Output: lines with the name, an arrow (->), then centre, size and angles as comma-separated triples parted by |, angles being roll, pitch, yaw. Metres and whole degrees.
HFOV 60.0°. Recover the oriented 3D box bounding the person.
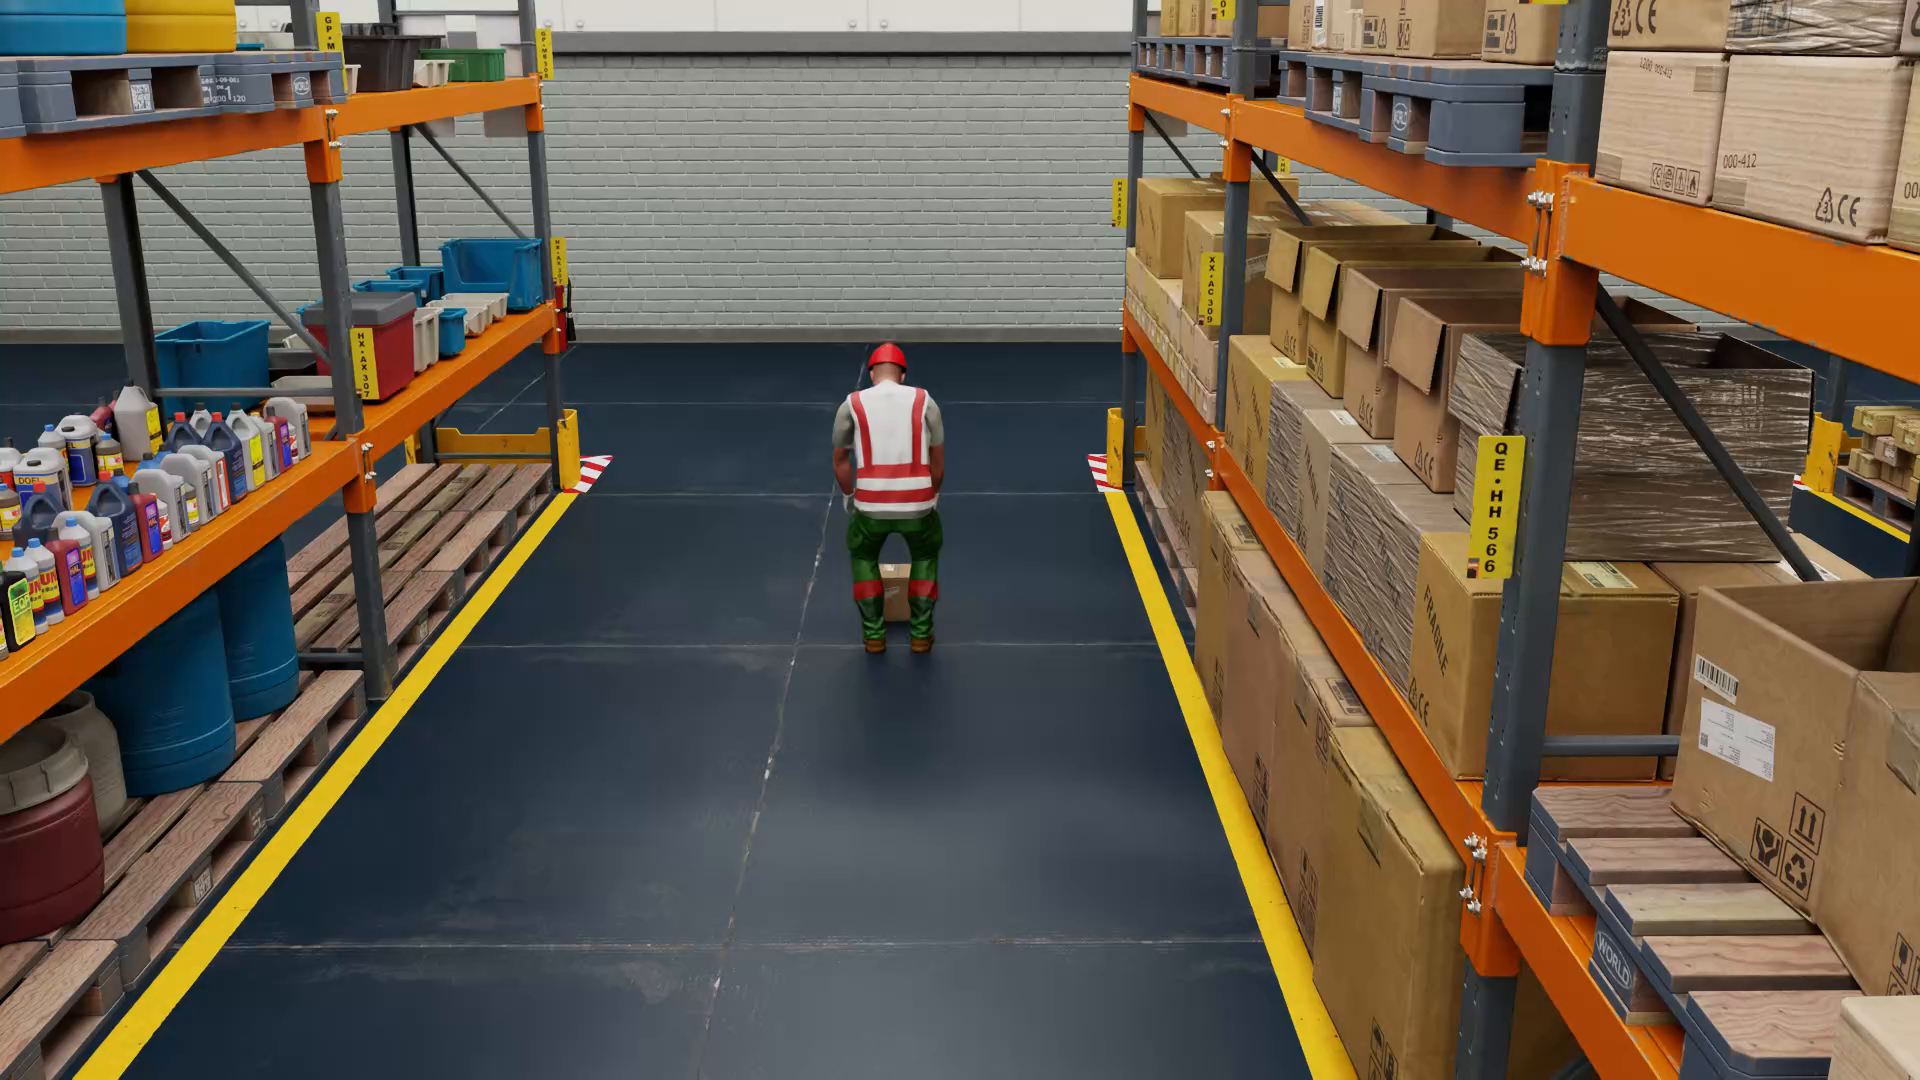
person -> -0.369, -0.207, 8.584 | 0.577, 1.555, 0.669 | 0, 17, 0
